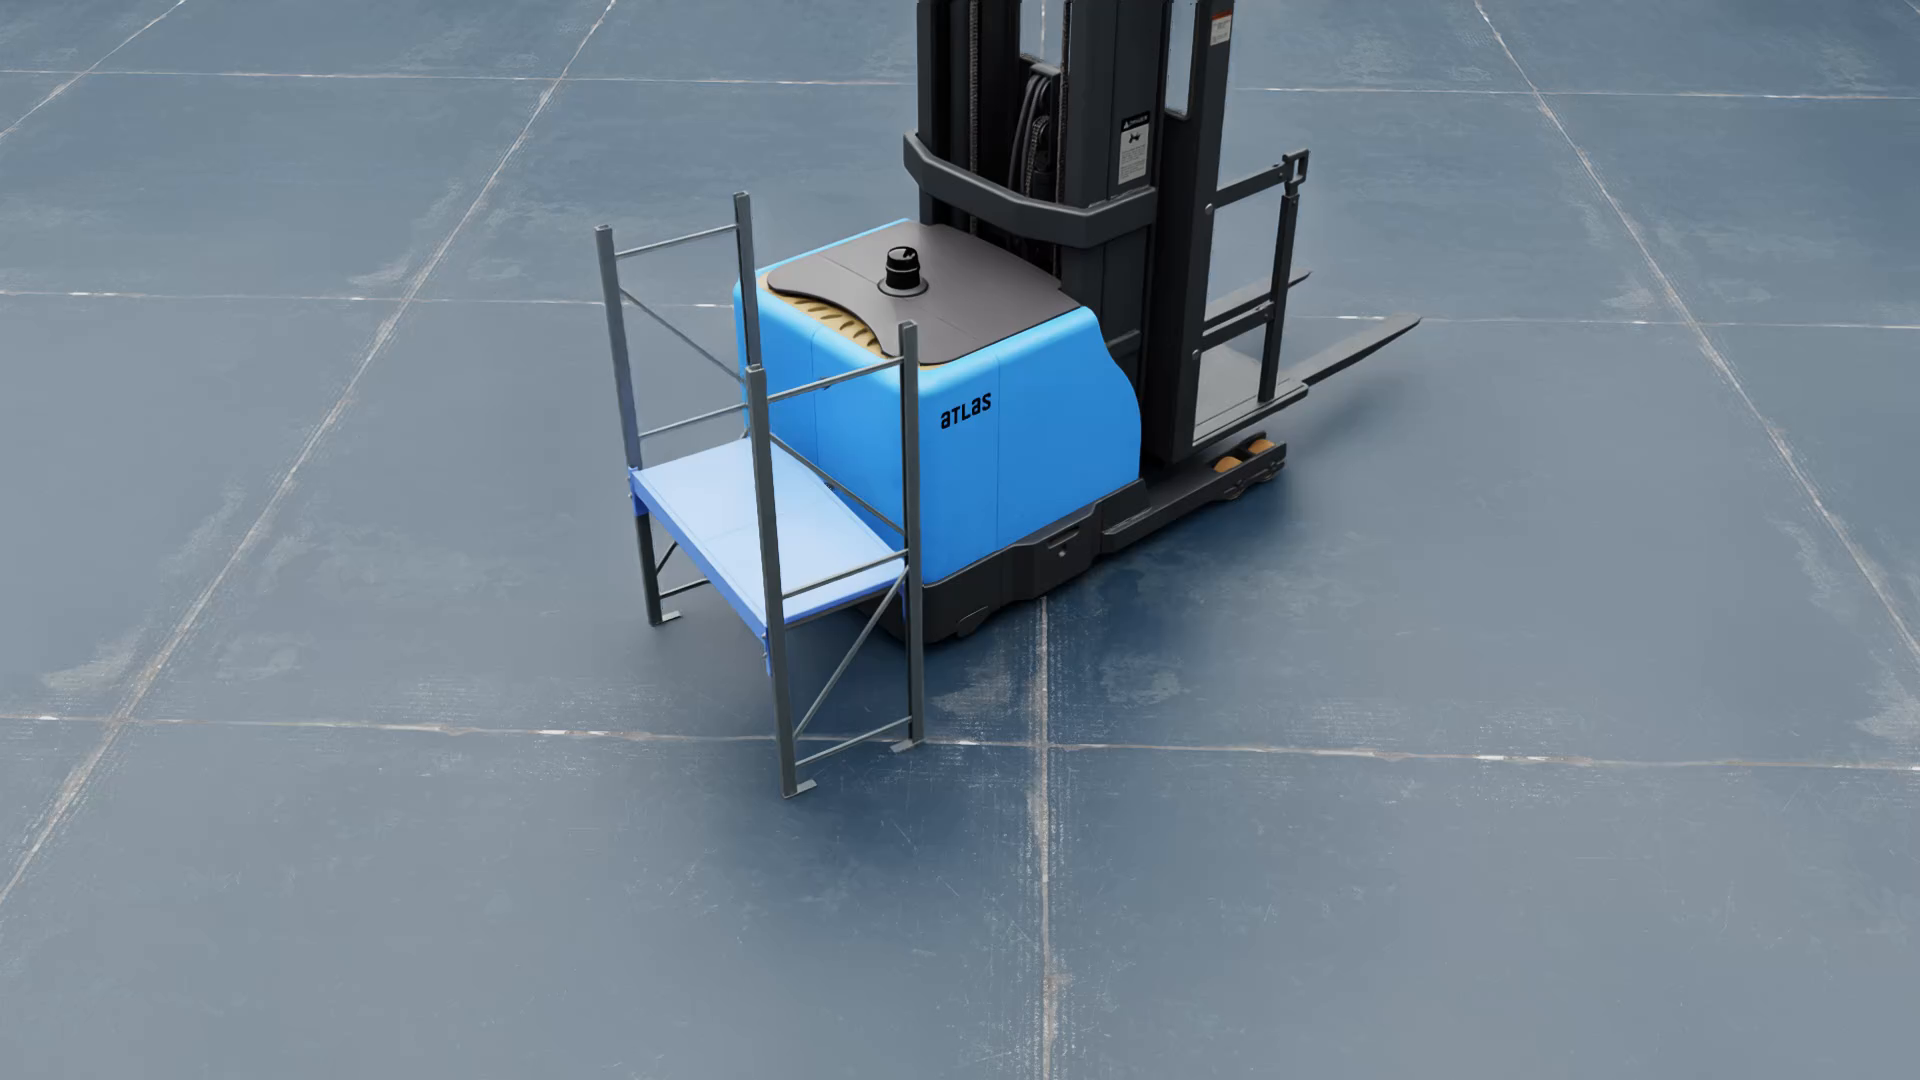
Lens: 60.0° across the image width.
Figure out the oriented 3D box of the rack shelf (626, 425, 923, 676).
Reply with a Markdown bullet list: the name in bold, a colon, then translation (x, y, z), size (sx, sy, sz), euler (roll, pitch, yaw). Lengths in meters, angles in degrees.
- **rack shelf**: translation (-0.604, 0.002, 5.256), size (0.538, 0.185, 1.000), euler (-20, 40, -26)

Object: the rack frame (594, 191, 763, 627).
- **rack frame**: translation (-0.875, -0.393, 5.504), size (0.500, 1.500, 0.032), euler (-20, 40, -26)

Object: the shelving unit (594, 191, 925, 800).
- **shelving unit**: translation (-0.604, -0.145, 5.152), size (0.538, 1.500, 1.048), euler (-20, 40, -26)

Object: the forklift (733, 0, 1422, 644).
- **forklift**: translation (0.653, -1.561, 5.922), size (3.031, 2.935, 1.130), euler (-27, 43, -33)

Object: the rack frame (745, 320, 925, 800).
- **rack frame**: translation (-0.333, 0.102, 4.800), size (0.500, 1.500, 0.032), euler (-20, 40, -26)
